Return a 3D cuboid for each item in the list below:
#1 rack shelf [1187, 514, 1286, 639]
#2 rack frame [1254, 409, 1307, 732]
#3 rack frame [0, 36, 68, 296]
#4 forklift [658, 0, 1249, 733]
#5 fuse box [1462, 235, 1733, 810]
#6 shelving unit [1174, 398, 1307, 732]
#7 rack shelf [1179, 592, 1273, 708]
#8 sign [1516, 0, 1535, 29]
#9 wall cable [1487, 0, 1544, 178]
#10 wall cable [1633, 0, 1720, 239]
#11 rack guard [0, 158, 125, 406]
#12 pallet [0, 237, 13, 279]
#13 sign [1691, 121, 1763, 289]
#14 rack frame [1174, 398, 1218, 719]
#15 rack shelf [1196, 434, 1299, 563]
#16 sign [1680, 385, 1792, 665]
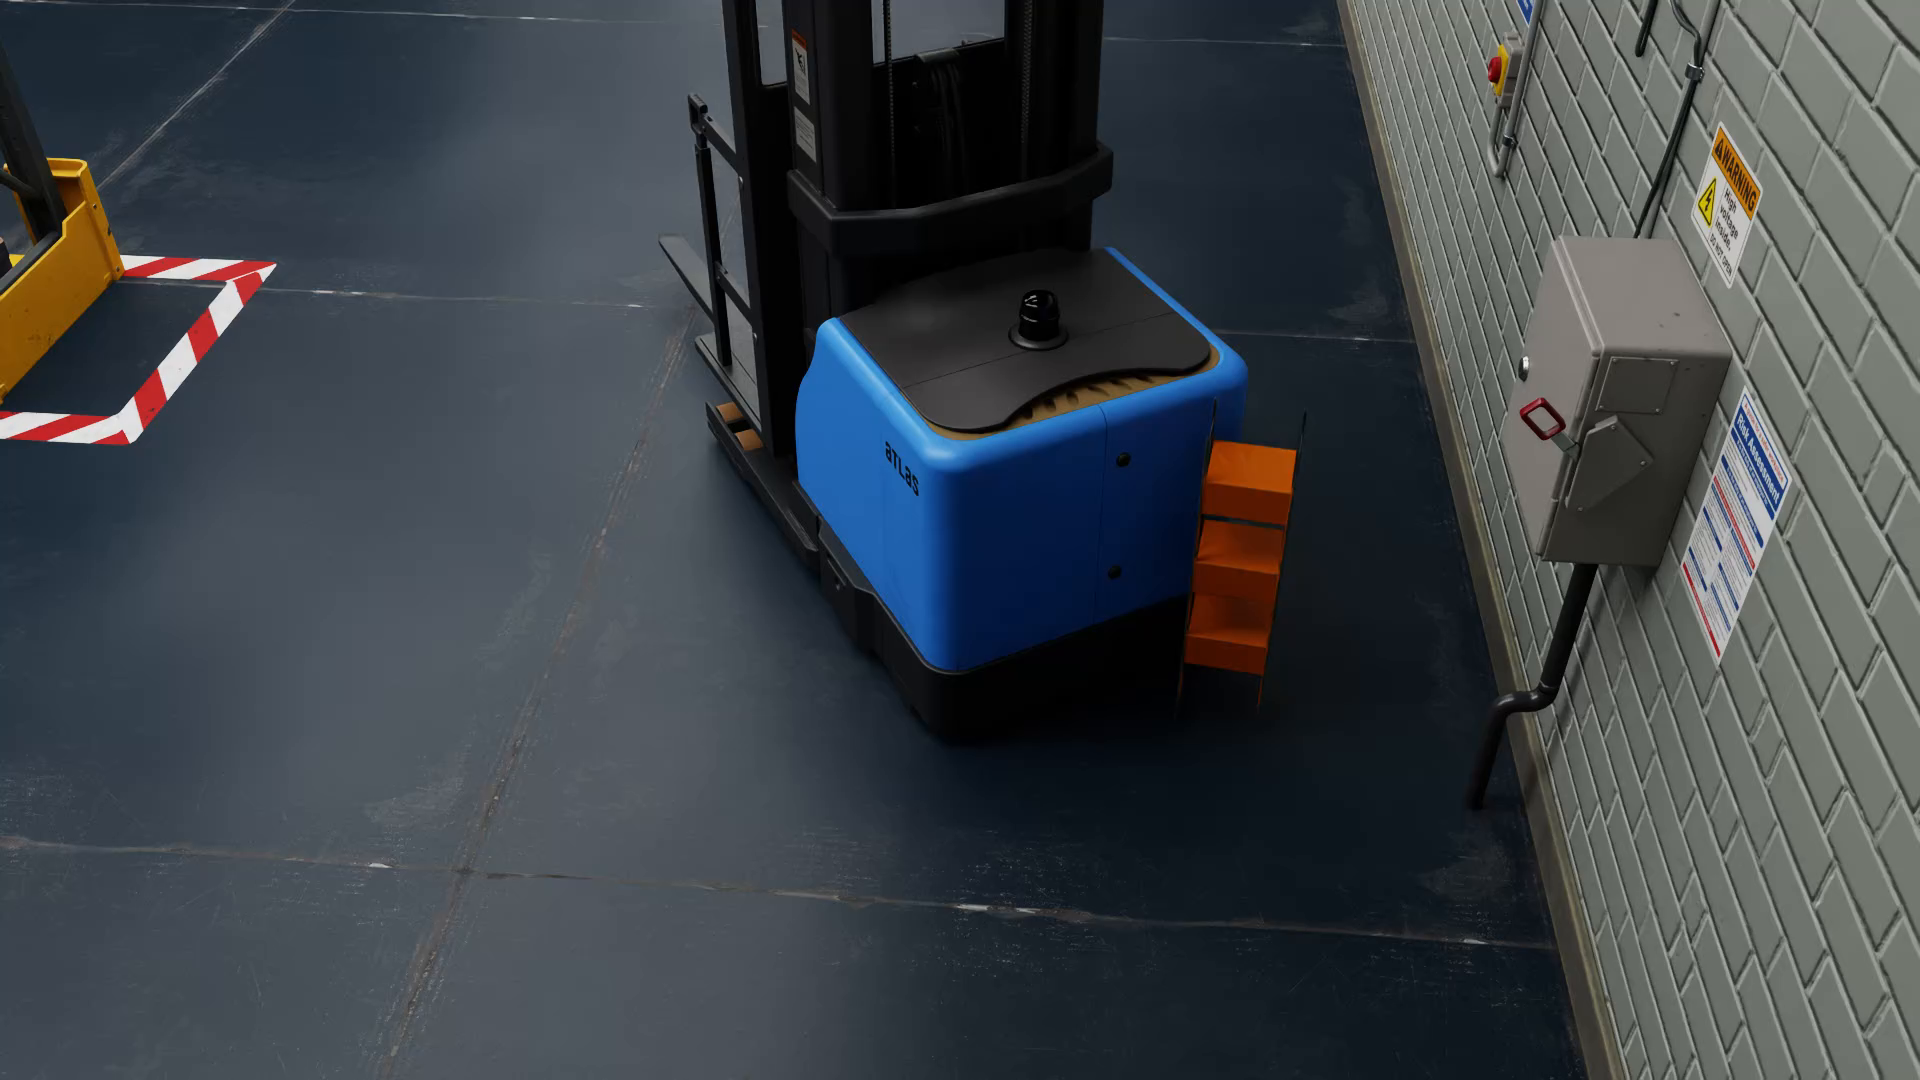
[{"bbox_3d":[0.799,0.104,4.807,0.240,0.259,0.215,9,40,10],"label":"rack shelf"},{"bbox_3d":[0.918,0.113,4.779,0.008,1.050,0.200,9,40,10],"label":"rack frame"},{"bbox_3d":[-3.840,-1.993,5.823,0.127,3.000,1.000,3,39,4],"label":"rack frame"},{"bbox_3d":[-0.281,-1.487,5.256,1.130,2.935,3.031,-18,42,-20],"label":"forklift"},{"bbox_3d":[1.453,0.112,4.257,0.414,1.711,0.539,3,39,4],"label":"fuse box"},{"bbox_3d":[0.799,0.096,4.801,0.252,1.050,0.215,9,40,10],"label":"shelving unit"},{"bbox_3d":[0.799,0.320,4.983,0.240,0.259,0.215,9,40,10],"label":"rack shelf"},{"bbox_3d":[1.845,-1.833,5.411,0.001,0.218,0.327,3,39,4],"label":"sign"},{"bbox_3d":[1.780,-2.107,5.133,0.123,1.953,0.585,3,39,4],"label":"wall cable"},{"bbox_3d":[1.669,-1.202,4.046,0.122,1.984,0.588,3,39,4],"label":"wall cable"},{"bbox_3d":[-3.816,-1.023,6.610,0.348,0.500,1.175,3,39,4],"label":"rack guard"},{"bbox_3d":[-4.643,-0.906,6.696,1.213,0.211,1.003,3,39,4],"label":"pallet"},{"bbox_3d":[1.664,-0.731,3.618,0.001,0.242,0.339,3,39,4],"label":"sign"},{"bbox_3d":[0.681,0.078,4.823,0.008,1.050,0.200,9,40,10],"label":"rack frame"},{"bbox_3d":[0.799,-0.116,4.628,0.240,0.259,0.215,9,40,10],"label":"rack shelf"},{"bbox_3d":[1.617,-0.029,3.485,0.001,0.494,0.329,3,39,4],"label":"sign"}]
